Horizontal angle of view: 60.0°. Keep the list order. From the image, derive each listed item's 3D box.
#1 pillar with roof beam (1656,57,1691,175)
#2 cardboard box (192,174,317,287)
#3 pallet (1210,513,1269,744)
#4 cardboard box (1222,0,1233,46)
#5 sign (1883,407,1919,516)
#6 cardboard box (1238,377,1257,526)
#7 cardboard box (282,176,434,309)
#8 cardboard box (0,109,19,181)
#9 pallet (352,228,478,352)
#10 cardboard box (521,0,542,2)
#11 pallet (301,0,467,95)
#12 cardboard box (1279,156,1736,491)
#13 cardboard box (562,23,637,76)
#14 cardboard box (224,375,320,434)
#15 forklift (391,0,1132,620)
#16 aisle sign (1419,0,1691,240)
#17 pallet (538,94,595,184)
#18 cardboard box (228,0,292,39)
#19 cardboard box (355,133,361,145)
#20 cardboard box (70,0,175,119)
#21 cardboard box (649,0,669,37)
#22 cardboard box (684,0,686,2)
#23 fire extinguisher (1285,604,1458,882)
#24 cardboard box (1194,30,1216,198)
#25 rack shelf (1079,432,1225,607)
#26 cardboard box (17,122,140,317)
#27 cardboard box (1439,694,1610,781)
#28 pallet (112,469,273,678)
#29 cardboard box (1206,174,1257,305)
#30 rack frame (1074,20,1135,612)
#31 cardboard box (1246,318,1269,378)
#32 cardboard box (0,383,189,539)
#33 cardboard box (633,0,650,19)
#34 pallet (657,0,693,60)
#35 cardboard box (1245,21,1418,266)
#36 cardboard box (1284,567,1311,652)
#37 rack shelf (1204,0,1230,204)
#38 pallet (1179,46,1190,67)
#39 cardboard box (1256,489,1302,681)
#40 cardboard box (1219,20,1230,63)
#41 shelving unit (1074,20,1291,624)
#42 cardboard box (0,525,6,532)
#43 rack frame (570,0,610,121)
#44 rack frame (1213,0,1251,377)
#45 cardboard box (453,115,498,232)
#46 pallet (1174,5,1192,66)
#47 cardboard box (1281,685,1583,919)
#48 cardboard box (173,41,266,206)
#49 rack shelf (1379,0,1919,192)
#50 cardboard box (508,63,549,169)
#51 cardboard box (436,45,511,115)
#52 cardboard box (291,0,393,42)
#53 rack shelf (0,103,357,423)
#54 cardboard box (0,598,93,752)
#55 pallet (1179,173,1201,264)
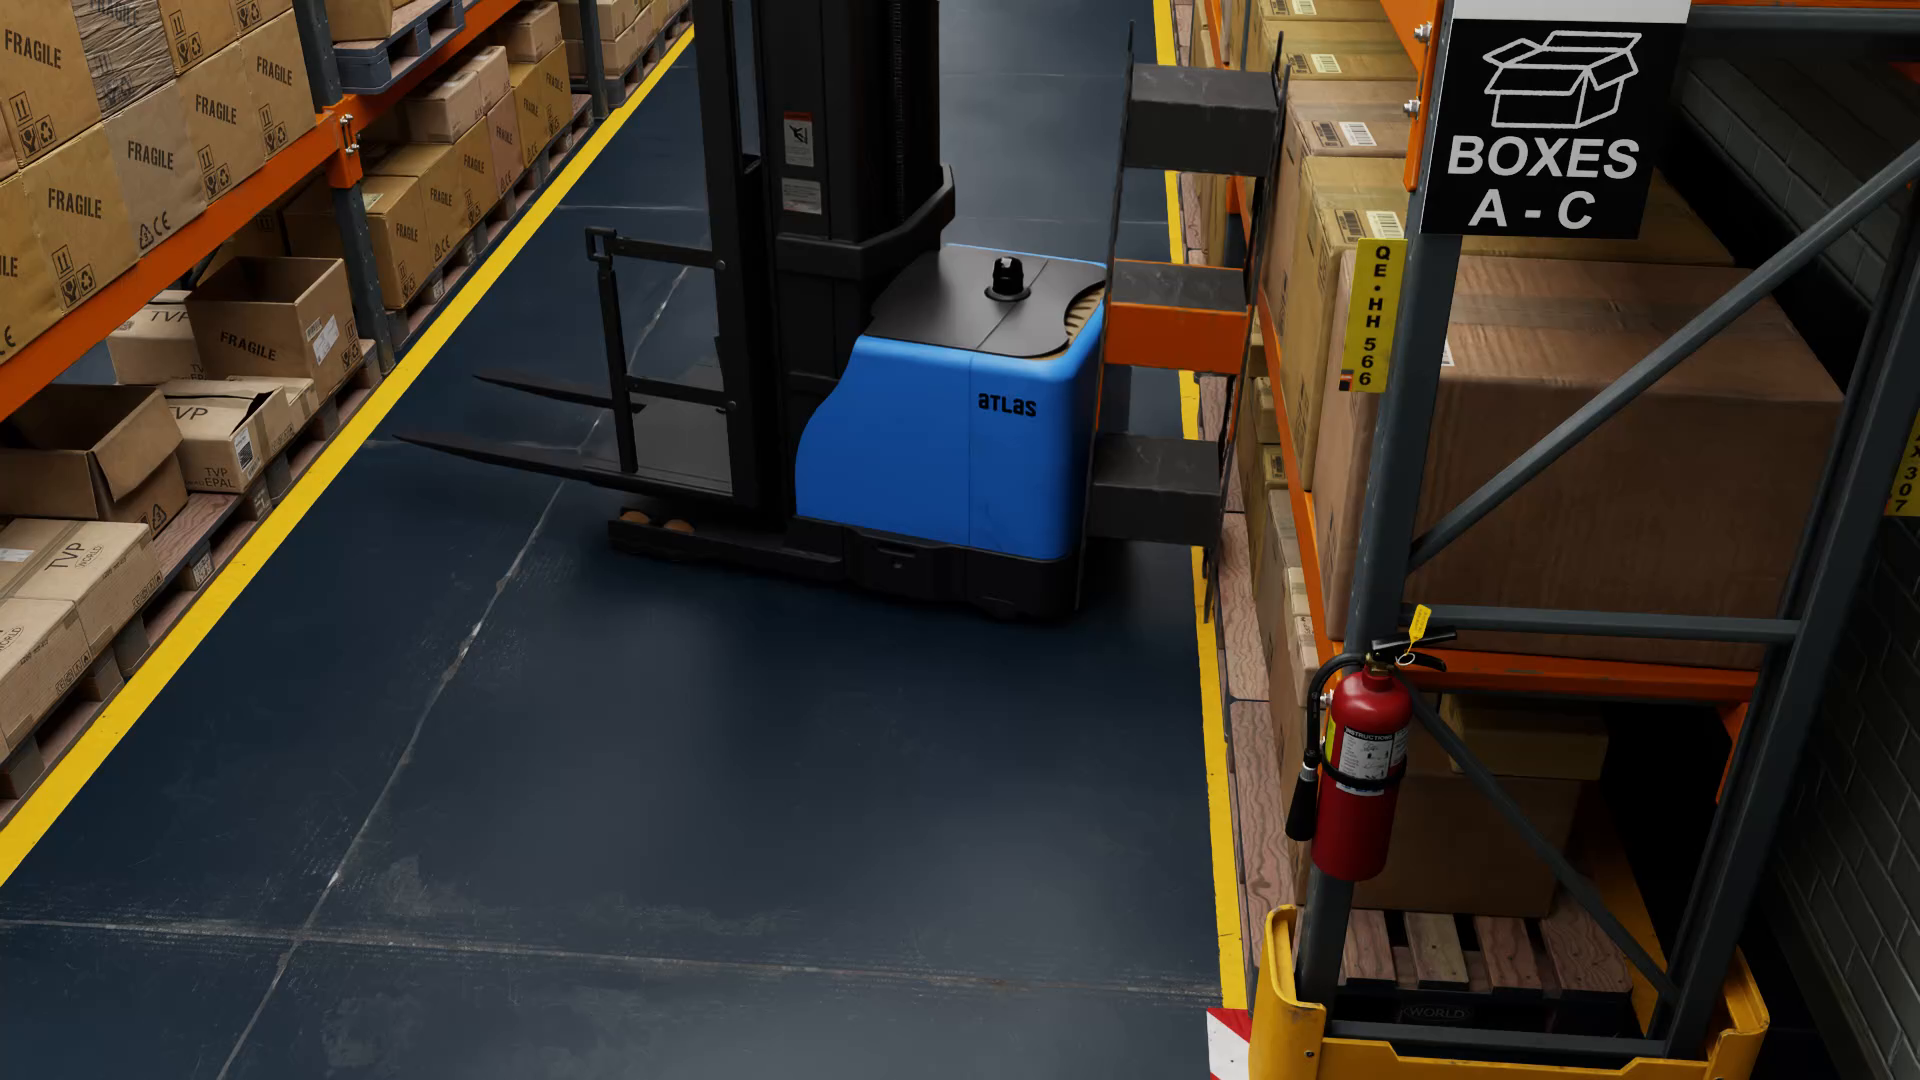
[{"bbox_3d":[-1.806,-4.240,5.054,9.100,9.000,0.400,2,32,4],"label":"pillar with roof beam"},{"bbox_3d":[-3.503,-1.509,8.302,0.500,0.500,0.500,2,32,4],"label":"cardboard box"},{"bbox_3d":[1.443,0.315,6.037,1.003,0.211,1.213,2,32,4],"label":"pallet"},{"bbox_3d":[1.498,-2.603,7.716,0.500,0.500,0.500,3,32,4],"label":"cardboard box"},{"bbox_3d":[1.907,-0.189,3.298,0.100,0.325,0.005,2,32,4],"label":"sign"},{"bbox_3d":[1.473,-0.371,6.475,0.700,0.500,0.500,2,32,3],"label":"cardboard box"},{"bbox_3d":[-2.975,-1.481,8.257,0.500,0.500,0.500,1,32,2],"label":"cardboard box"},{"bbox_3d":[-3.204,-1.248,4.867,0.500,0.500,0.500,3,32,5],"label":"cardboard box"},{"bbox_3d":[-3.229,-1.355,8.748,1.003,0.211,1.213,2,32,4],"label":"pallet"},{"bbox_3d":[-3.135,-3.738,11.643,0.500,0.311,0.500,3,32,5],"label":"cardboard box"},{"bbox_3d":[-3.084,-2.447,8.044,1.003,0.211,1.213,2,32,4],"label":"pallet"},{"bbox_3d":[1.434,-0.590,4.562,0.980,0.700,0.700,2,32,4],"label":"cardboard box"},{"bbox_3d":[-2.597,-3.476,11.752,0.500,0.250,0.500,2,32,4],"label":"cardboard box"},{"bbox_3d":[-2.992,-0.580,7.130,0.380,0.149,0.250,2,32,4],"label":"cardboard box"},{"bbox_3d":[-0.877,-1.409,6.243,3.031,2.935,1.130,10,33,16],"label":"forklift"},{"bbox_3d":[1.049,-0.896,2.867,0.394,0.787,0.004,2,32,4],"label":"aisle sign"},{"bbox_3d":[-3.030,-2.631,10.818,1.003,0.211,1.213,2,32,4],"label":"pallet"},{"bbox_3d":[-3.041,-2.308,6.588,0.500,0.500,0.500,3,32,4],"label":"cardboard box"},{"bbox_3d":[-3.413,-2.029,9.147,0.500,0.500,0.500,3,32,5],"label":"cardboard box"},{"bbox_3d":[-3.121,-1.776,5.725,0.500,0.500,0.500,3,32,4],"label":"cardboard box"},{"bbox_3d":[-2.520,-4.011,12.621,0.500,0.250,0.500,2,32,3],"label":"cardboard box"},{"bbox_3d":[-2.435,-4.545,13.487,0.500,0.250,0.500,3,32,5],"label":"cardboard box"},{"bbox_3d":[0.882,0.437,3.611,0.296,0.674,0.183,2,32,4],"label":"fire extinguisher"},{"bbox_3d":[1.737,-2.424,9.473,0.750,0.750,0.750,2,32,4],"label":"cardboard box"},{"bbox_3d":[0.716,-0.098,6.244,0.480,0.518,0.431,5,32,4],"label":"rack shelf"},{"bbox_3d":[-3.162,-1.081,5.549,0.500,0.500,0.500,3,32,5],"label":"cardboard box"},{"bbox_3d":[1.501,0.499,4.445,0.380,0.149,0.250,3,32,4],"label":"cardboard box"},{"bbox_3d":[-3.411,0.071,6.434,1.003,0.211,1.213,2,32,4],"label":"pallet"},{"bbox_3d":[1.603,-1.515,7.997,0.750,0.750,0.750,3,32,5],"label":"cardboard box"},{"bbox_3d":[0.504,-0.725,5.882,0.015,2.100,0.400,5,32,4],"label":"rack frame"},{"bbox_3d":[1.307,-0.738,6.453,0.380,0.149,0.250,3,32,6],"label":"cardboard box"},{"bbox_3d":[-3.405,-0.257,6.268,0.797,0.503,0.637,2,32,4],"label":"cardboard box"},{"bbox_3d":[-2.562,-3.990,12.052,0.500,0.311,0.500,2,32,3],"label":"cardboard box"},{"bbox_3d":[-2.724,-4.085,13.177,1.003,0.211,1.213,2,32,4],"label":"pallet"},{"bbox_3d":[1.555,-1.369,5.826,0.980,0.700,0.700,2,32,3],"label":"cardboard box"},{"bbox_3d":[1.160,0.216,4.904,0.380,0.149,0.250,3,32,5],"label":"cardboard box"},{"bbox_3d":[1.843,-2.645,8.869,1.077,0.370,4.000,2,32,4],"label":"rack shelf"},{"bbox_3d":[2.071,-3.219,11.772,1.003,0.211,1.213,2,32,4],"label":"pallet"},{"bbox_3d":[1.393,0.176,5.587,0.700,0.500,0.500,1,32,2],"label":"cardboard box"},{"bbox_3d":[1.451,-2.403,8.011,0.380,0.149,0.250,2,32,4],"label":"cardboard box"},{"bbox_3d":[0.747,-0.702,5.866,0.503,2.100,0.431,5,32,4],"label":"shelving unit"},{"bbox_3d":[-3.677,0.169,5.818,0.500,0.250,0.500,2,32,4],"label":"cardboard box"},{"bbox_3d":[-2.932,-4.207,10.717,1.000,3.000,0.127,2,32,4],"label":"rack frame"},{"bbox_3d":[1.680,-1.906,6.983,1.000,3.000,0.127,2,32,4],"label":"rack frame"},{"bbox_3d":[-2.895,-2.021,9.134,0.500,0.500,0.500,3,32,5],"label":"cardboard box"},{"bbox_3d":[2.173,-3.855,12.804,1.003,0.211,1.213,2,32,4],"label":"pallet"},{"bbox_3d":[1.312,0.701,4.736,0.700,0.500,0.500,2,32,4],"label":"cardboard box"},{"bbox_3d":[-3.083,-1.616,6.418,0.500,0.500,0.500,3,32,5],"label":"cardboard box"},{"bbox_3d":[1.517,-1.831,4.688,1.077,0.370,4.000,2,32,4],"label":"rack shelf"},{"bbox_3d":[-2.817,-2.560,10.009,0.500,0.500,0.500,1,32,2],"label":"cardboard box"},{"bbox_3d":[-2.854,-2.585,9.335,0.500,0.250,0.500,2,32,3],"label":"cardboard box"},{"bbox_3d":[-2.996,-2.575,7.573,0.700,0.500,0.500,-8,33,-13],"label":"cardboard box"},{"bbox_3d":[-3.420,-0.763,5.815,1.077,0.370,4.000,2,32,4],"label":"rack shelf"},{"bbox_3d":[-3.216,0.426,5.401,0.500,0.250,0.500,2,32,4],"label":"cardboard box"},{"bbox_3d":[1.764,-1.765,9.413,1.003,0.211,1.213,2,32,4],"label":"pallet"}]
